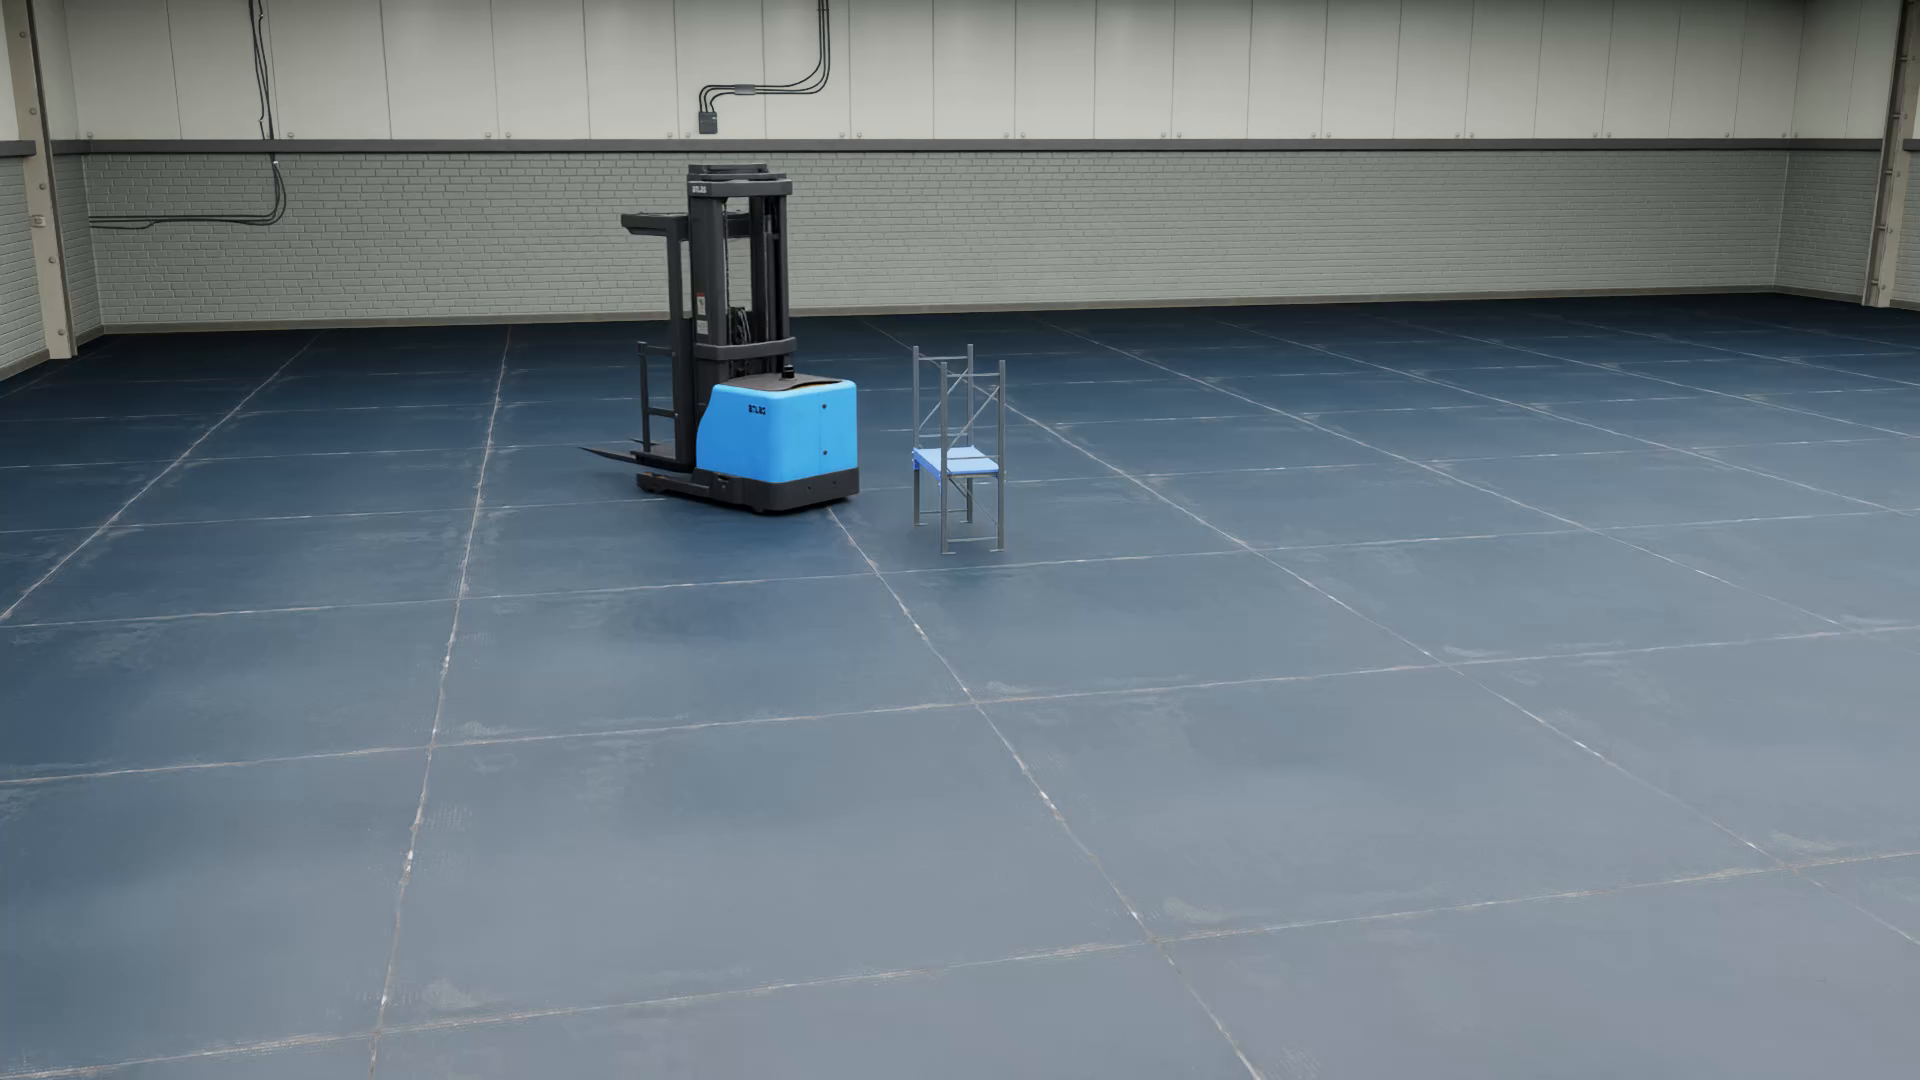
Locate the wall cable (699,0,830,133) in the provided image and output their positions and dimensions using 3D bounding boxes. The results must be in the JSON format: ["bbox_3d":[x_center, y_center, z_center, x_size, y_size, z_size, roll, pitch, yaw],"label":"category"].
[{"bbox_3d":[-3.368,-9.995,28.213,2.305,6.003,0.169,-3,14,-13],"label":"wall cable"}]

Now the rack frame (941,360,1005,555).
[{"bbox_3d":[0.099,-0.631,12.850,0.500,1.500,0.032,-3,14,-13],"label":"rack frame"}]

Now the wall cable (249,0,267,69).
[{"bbox_3d":[-9.970,-8.914,26.852,3.097,2.526,0.112,-3,14,-13],"label":"wall cable"}]

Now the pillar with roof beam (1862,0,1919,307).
[{"bbox_3d":[13.241,-8.580,29.587,9.100,9.000,0.400,-3,14,-13],"label":"pillar with roof beam"}]

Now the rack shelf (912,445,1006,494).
[{"bbox_3d":[-0.020,-0.574,13.372,0.538,0.185,1.000,-3,14,-13],"label":"rack shelf"}]

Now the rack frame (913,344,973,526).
[{"bbox_3d":[-0.139,-0.866,13.810,0.500,1.500,0.032,-3,14,-13],"label":"rack frame"}]

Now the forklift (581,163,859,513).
[{"bbox_3d":[-2.333,-1.925,15.131,3.031,2.935,1.130,12,18,40],"label":"forklift"}]

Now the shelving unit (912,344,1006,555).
[{"bbox_3d":[-0.020,-0.748,13.330,0.538,1.500,1.048,-3,14,-13],"label":"shelving unit"}]

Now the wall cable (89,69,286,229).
[{"bbox_3d":[-12.600,-6.309,26.834,3.097,2.526,0.112,-3,14,-13],"label":"wall cable"}]

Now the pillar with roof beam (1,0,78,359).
[{"bbox_3d":[-9.009,-7.304,24.364,9.100,9.000,0.400,-3,14,-13],"label":"pillar with roof beam"}]
